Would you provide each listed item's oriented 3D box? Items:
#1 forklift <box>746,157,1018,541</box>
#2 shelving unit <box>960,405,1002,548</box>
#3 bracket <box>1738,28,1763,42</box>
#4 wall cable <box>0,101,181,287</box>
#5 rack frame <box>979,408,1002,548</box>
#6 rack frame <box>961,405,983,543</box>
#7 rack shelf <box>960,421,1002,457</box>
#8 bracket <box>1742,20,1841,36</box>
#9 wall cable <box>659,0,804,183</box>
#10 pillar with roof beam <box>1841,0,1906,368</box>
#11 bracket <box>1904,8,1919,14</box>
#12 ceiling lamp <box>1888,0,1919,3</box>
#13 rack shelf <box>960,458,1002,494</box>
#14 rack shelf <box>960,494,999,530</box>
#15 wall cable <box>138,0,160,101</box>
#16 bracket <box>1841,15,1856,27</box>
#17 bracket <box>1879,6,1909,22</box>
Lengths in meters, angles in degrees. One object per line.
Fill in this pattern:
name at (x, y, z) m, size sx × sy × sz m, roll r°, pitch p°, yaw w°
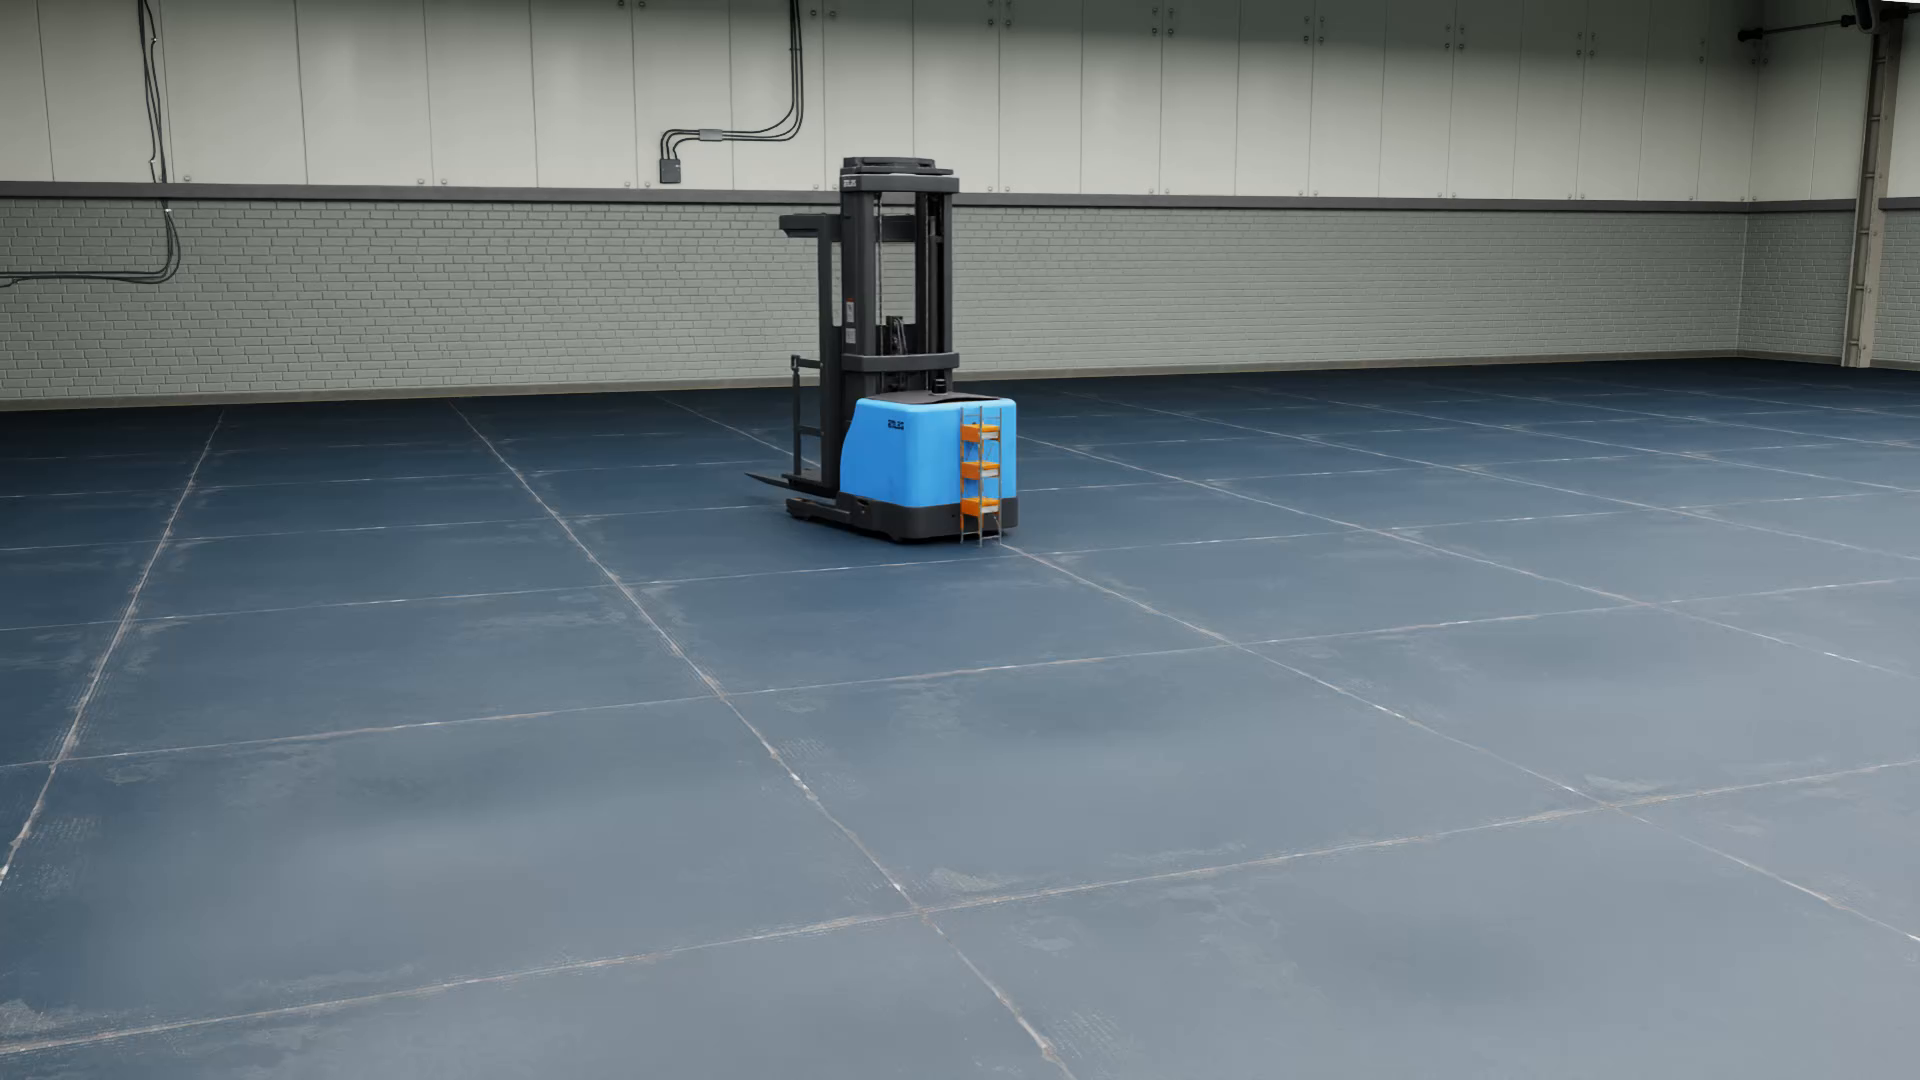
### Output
forklift at (-0.800, -1.644, 13.791) m, size 1.130 × 2.935 × 3.031 m, roll -7°, pitch 12°, yaw -34°
shelving unit at (0.159, -0.483, 12.640) m, size 0.215 × 1.050 × 0.252 m, roll -7°, pitch 12°, yaw -34°
bracket at (15.478, -9.890, 32.545) m, size 0.235 × 0.232 × 0.430 m, roll -4°, pitch 11°, yaw -21°
wall cable at (-12.376, -4.722, 22.640) m, size 3.097 × 2.526 × 0.112 m, roll -4°, pitch 11°, yaw -21°
rack frame at (0.229, -0.466, 12.542) m, size 0.200 × 1.050 × 0.008 m, roll -7°, pitch 12°, yaw -34°
rack frame at (0.089, -0.501, 12.739) m, size 0.200 × 1.050 × 0.008 m, roll -7°, pitch 12°, yaw -34°
rack shelf at (0.159, -0.752, 12.593) m, size 0.215 × 0.259 × 0.240 m, roll -7°, pitch 12°, yaw -34°
bracket at (15.692, -9.793, 32.003) m, size 0.076 × 0.066 × 3.189 m, roll -4°, pitch 11°, yaw -21°
wall cable at (-3.522, -8.525, 25.443) m, size 2.305 × 6.003 × 0.169 m, roll -4°, pitch 11°, yaw -21°
pillar with roof beam at (12.806, -7.412, 28.895) m, size 9.100 × 9.000 × 0.548 m, roll -4°, pitch 11°, yaw -21°
bracket at (17.571, -8.947, 27.244) m, size 0.076 × 0.066 × 4.783 m, roll -4°, pitch 11°, yaw -21°
ceiling lamp at (13.595, -9.634, 24.601) m, size 2.000 × 3.144 × 0.800 m, roll -4°, pitch 11°, yaw -21°
rack shelf at (0.159, -0.473, 12.642) m, size 0.215 × 0.259 × 0.240 m, roll -7°, pitch 12°, yaw -34°
rack shelf at (0.159, -0.199, 12.691) m, size 0.215 × 0.259 × 0.240 m, roll -7°, pitch 12°, yaw -34°
wall cable at (-9.855, -7.381, 23.163) m, size 3.097 × 2.526 × 0.112 m, roll -4°, pitch 11°, yaw -21°
bracket at (16.337, -9.503, 30.370) m, size 0.235 × 0.232 × 0.430 m, roll -4°, pitch 11°, yaw -21°
bracket at (16.638, -9.367, 29.608) m, size 0.235 × 0.232 × 0.430 m, roll -4°, pitch 11°, yaw -21°
